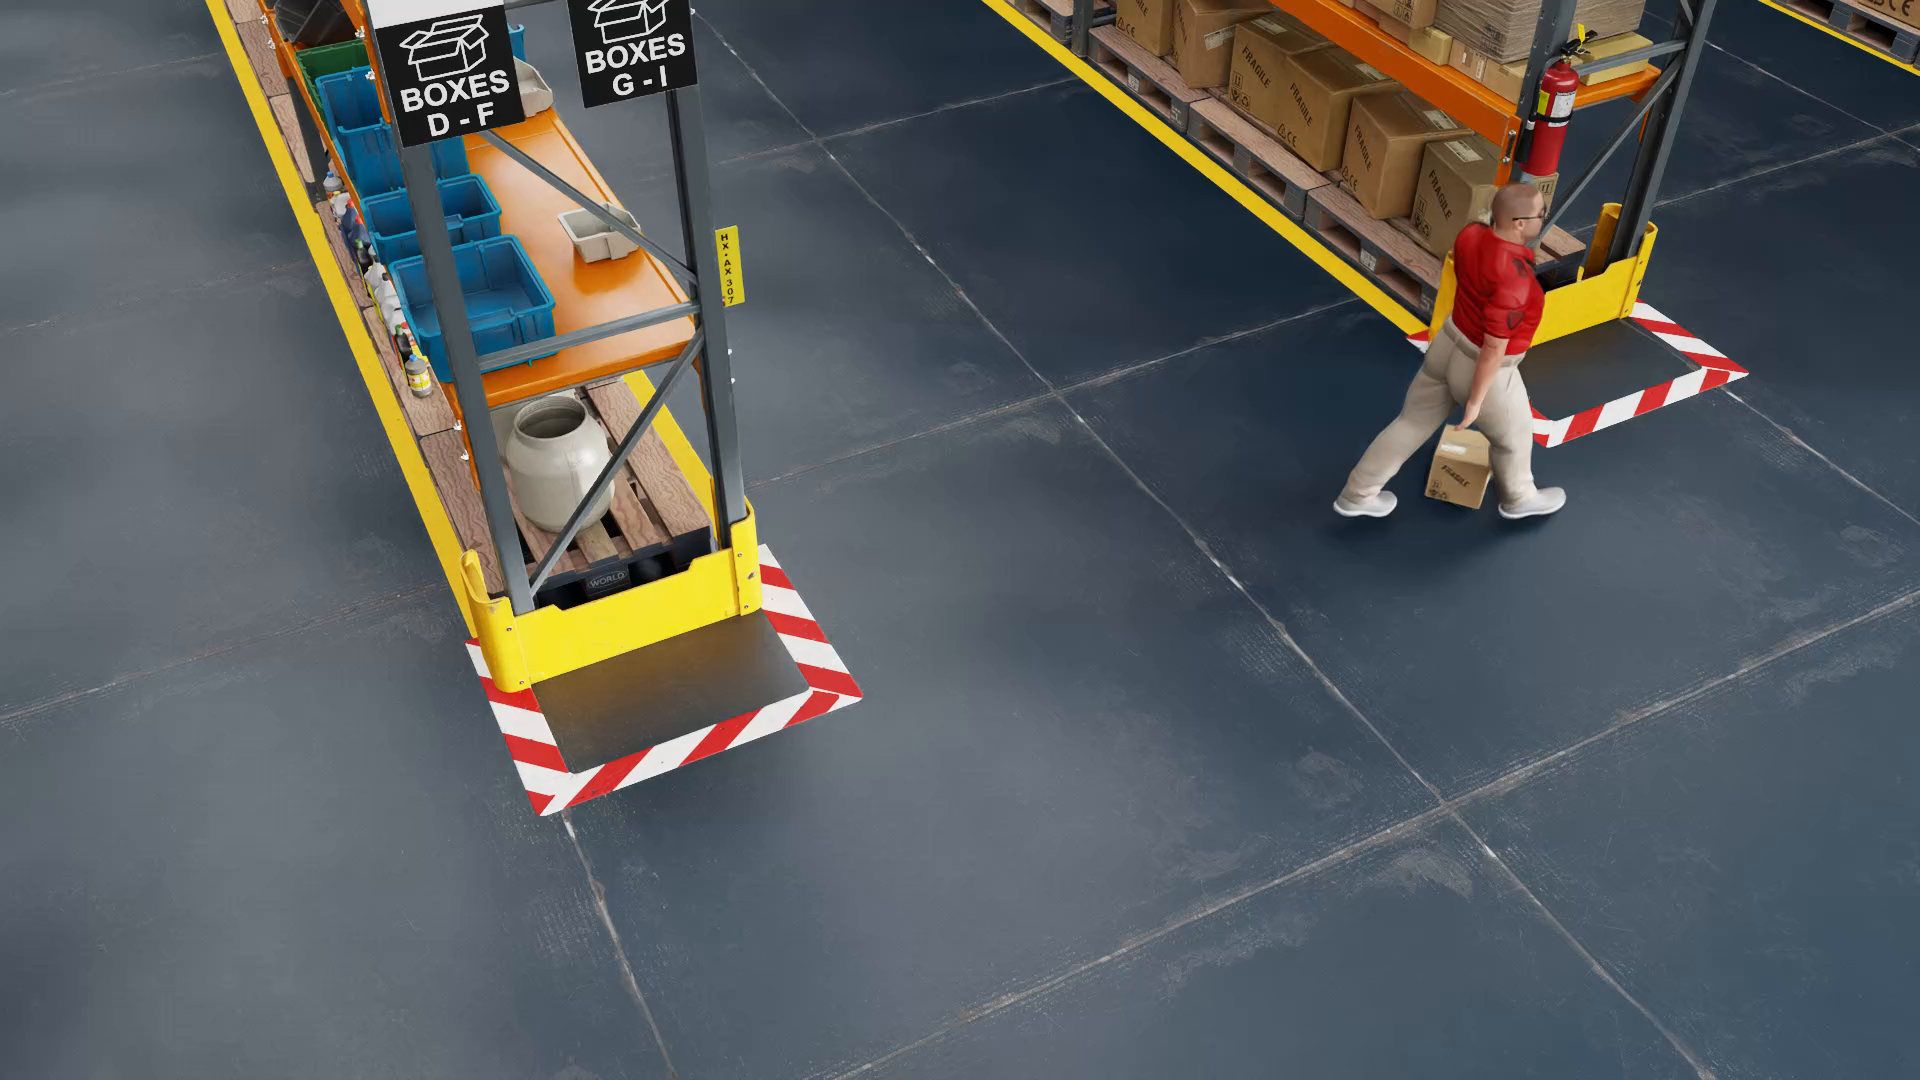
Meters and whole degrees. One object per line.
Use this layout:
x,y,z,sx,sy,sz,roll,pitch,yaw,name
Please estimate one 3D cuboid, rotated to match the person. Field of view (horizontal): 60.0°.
2.213,-0.771,7.047,1.080,1.664,0.563,-13,43,-15,person
